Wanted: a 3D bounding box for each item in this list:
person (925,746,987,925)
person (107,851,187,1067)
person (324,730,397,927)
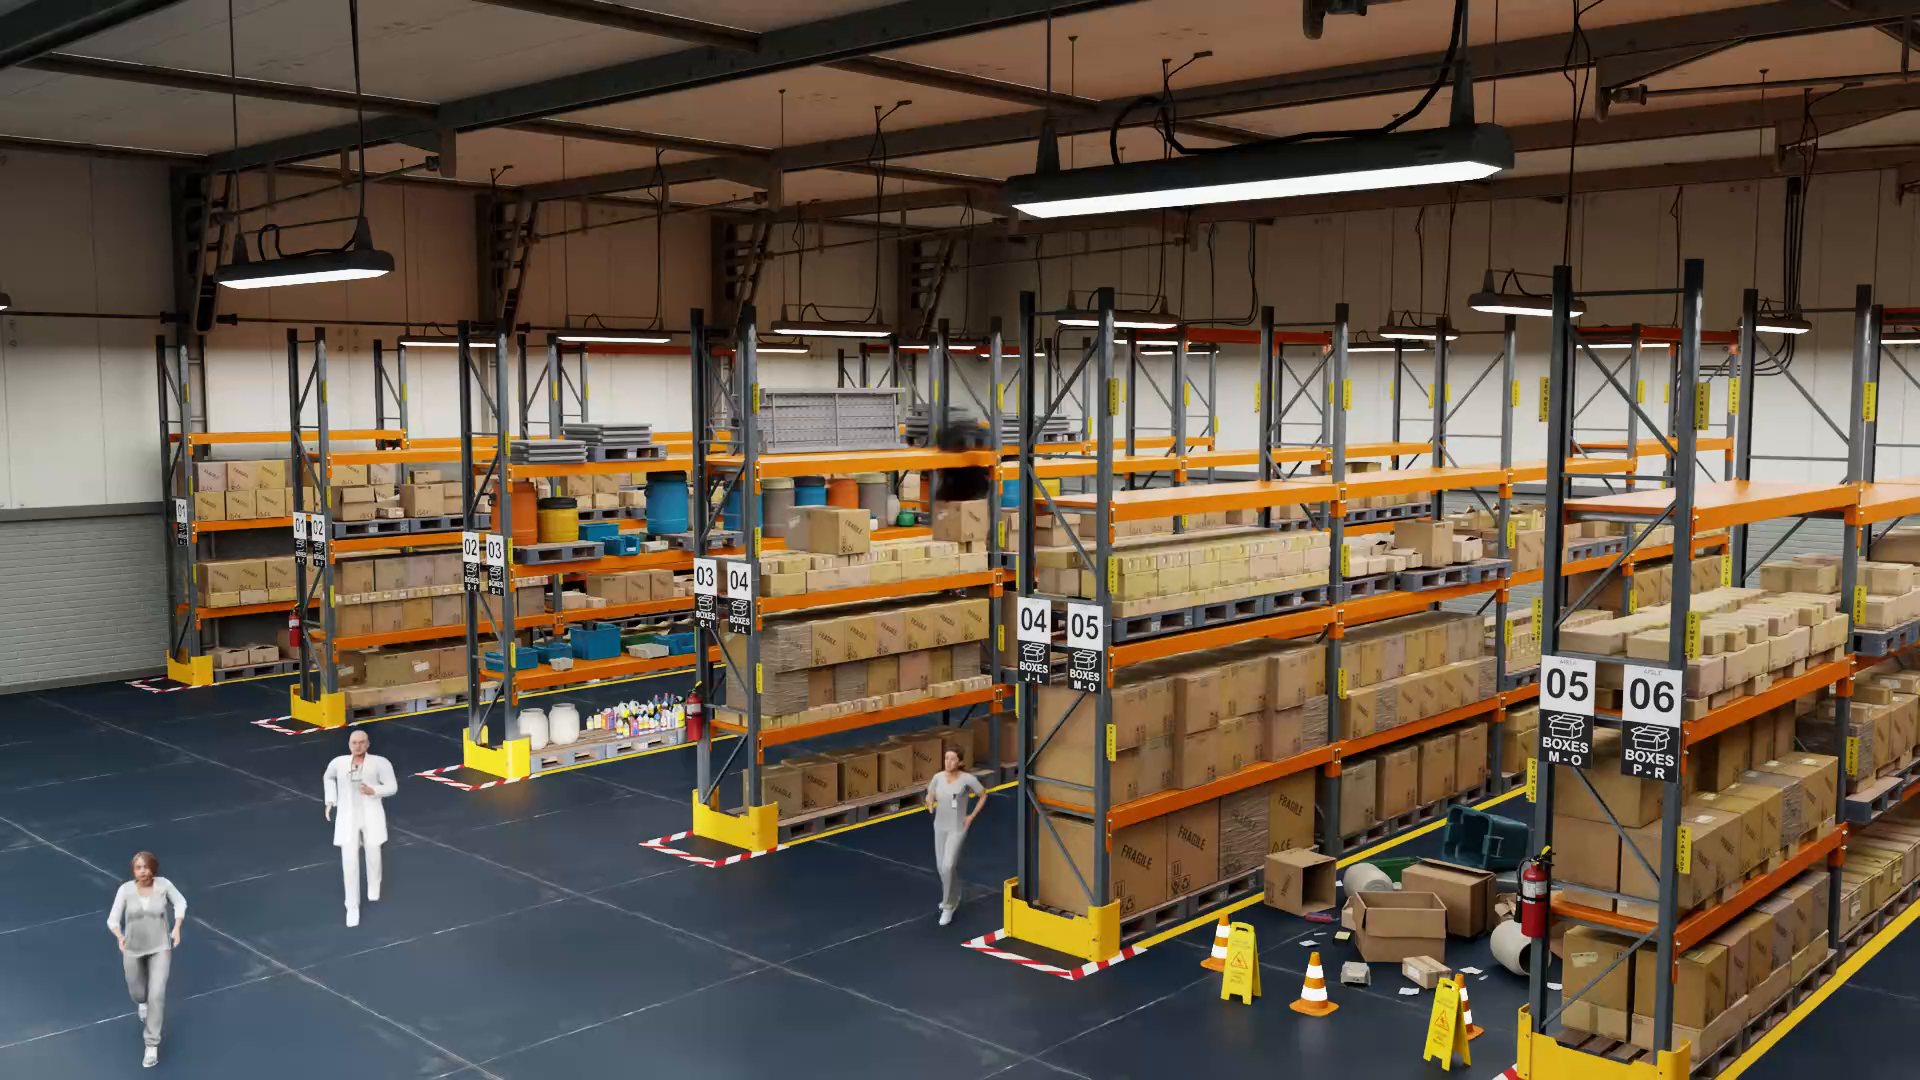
[{"bbox_3d":[-0.076,2.835,16.061,0.567,1.715,0.660,3,6,29],"label":"person"},{"bbox_3d":[-6.288,3.183,12.893,0.553,1.598,0.774,-2,6,-23],"label":"person"},{"bbox_3d":[-5.818,2.782,16.153,0.696,1.696,0.994,-2,6,-16],"label":"person"}]
